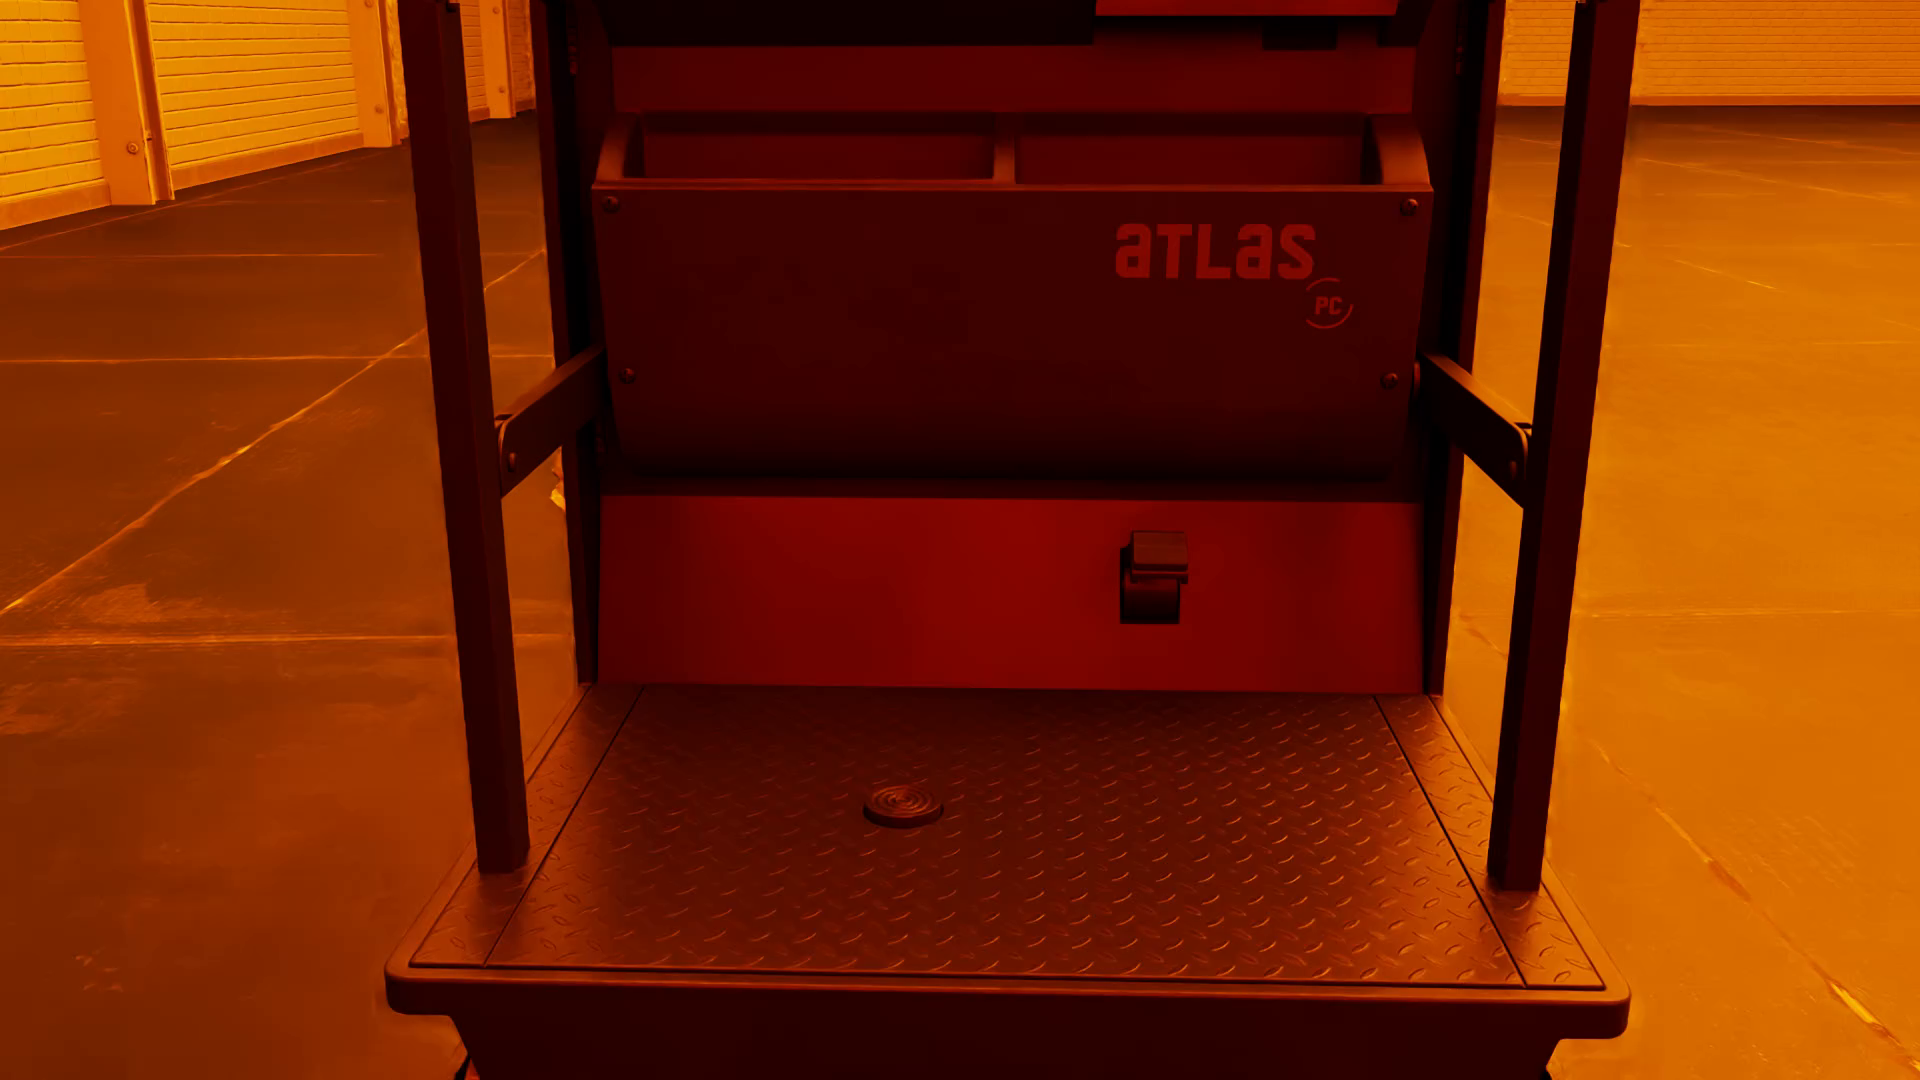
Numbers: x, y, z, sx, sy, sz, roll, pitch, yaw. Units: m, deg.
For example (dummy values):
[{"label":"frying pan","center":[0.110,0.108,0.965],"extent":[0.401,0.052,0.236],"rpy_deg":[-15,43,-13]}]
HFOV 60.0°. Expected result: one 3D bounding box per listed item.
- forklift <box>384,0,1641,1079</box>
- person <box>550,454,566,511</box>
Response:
[{"label":"forklift","center":[0.051,-0.812,1.561],"extent":[1.130,2.935,3.031],"rpy_deg":[1,17,2]},{"label":"person","center":[-0.795,-0.804,3.987],"extent":[0.440,1.553,0.747],"rpy_deg":[-2,17,-7]}]
